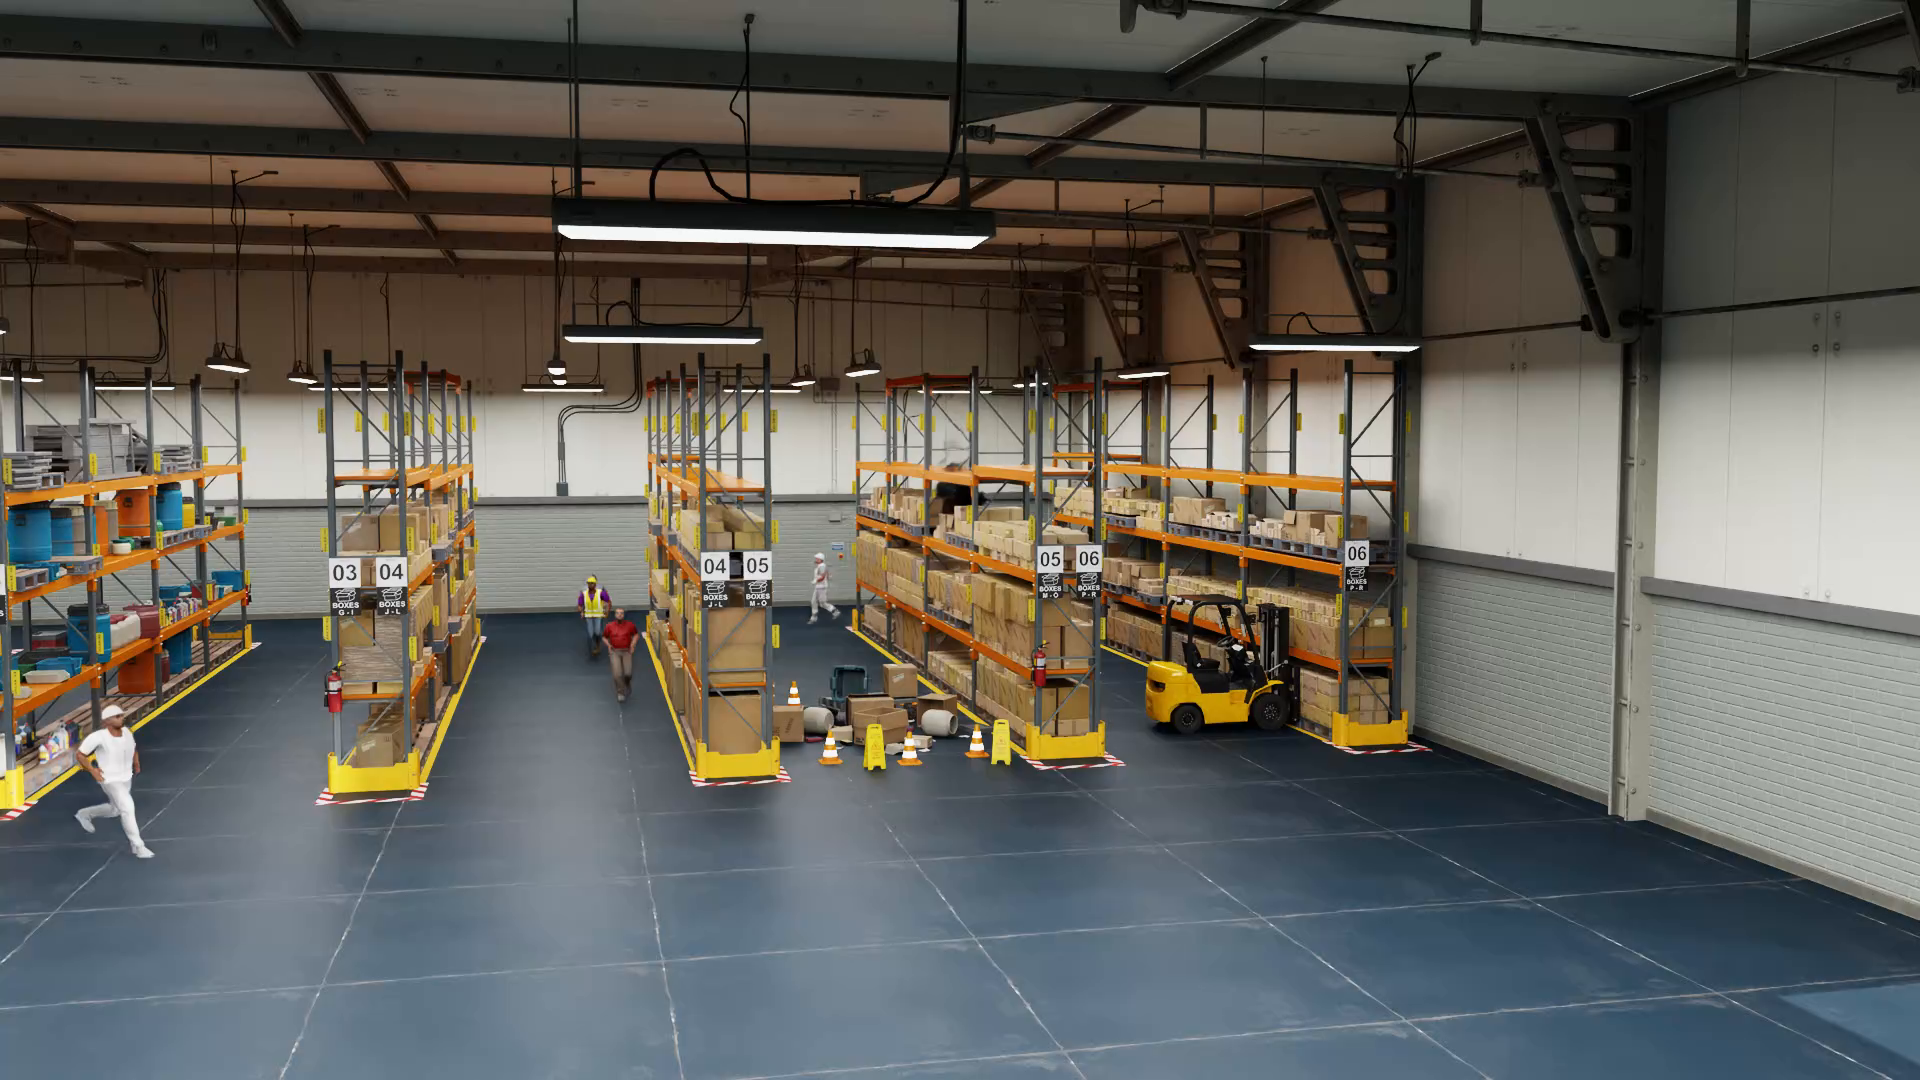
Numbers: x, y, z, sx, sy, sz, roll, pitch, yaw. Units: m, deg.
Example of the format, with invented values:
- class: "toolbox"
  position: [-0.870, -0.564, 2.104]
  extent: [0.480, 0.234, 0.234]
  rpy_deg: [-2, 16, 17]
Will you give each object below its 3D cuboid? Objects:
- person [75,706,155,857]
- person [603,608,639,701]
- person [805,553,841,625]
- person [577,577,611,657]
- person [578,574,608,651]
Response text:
- class: "person"
  position: [-9.876, 2.802, 19.398]
  extent: [1.110, 1.770, 0.662]
  rpy_deg: [1, 4, 11]
- class: "person"
  position: [-6.136, 2.066, 30.105]
  extent: [0.640, 1.677, 0.596]
  rpy_deg: [-1, 4, -13]
- class: "person"
  position: [-3.400, 1.225, 41.404]
  extent: [0.895, 1.800, 0.673]
  rpy_deg: [-1, 4, -10]
- class: "person"
  position: [-7.853, 1.665, 35.634]
  extent: [0.708, 1.723, 0.517]
  rpy_deg: [0, 4, -5]
- class: "person"
  position: [-8.205, 1.597, 37.140]
  extent: [0.635, 1.677, 0.925]
  rpy_deg: [0, 4, -7]
